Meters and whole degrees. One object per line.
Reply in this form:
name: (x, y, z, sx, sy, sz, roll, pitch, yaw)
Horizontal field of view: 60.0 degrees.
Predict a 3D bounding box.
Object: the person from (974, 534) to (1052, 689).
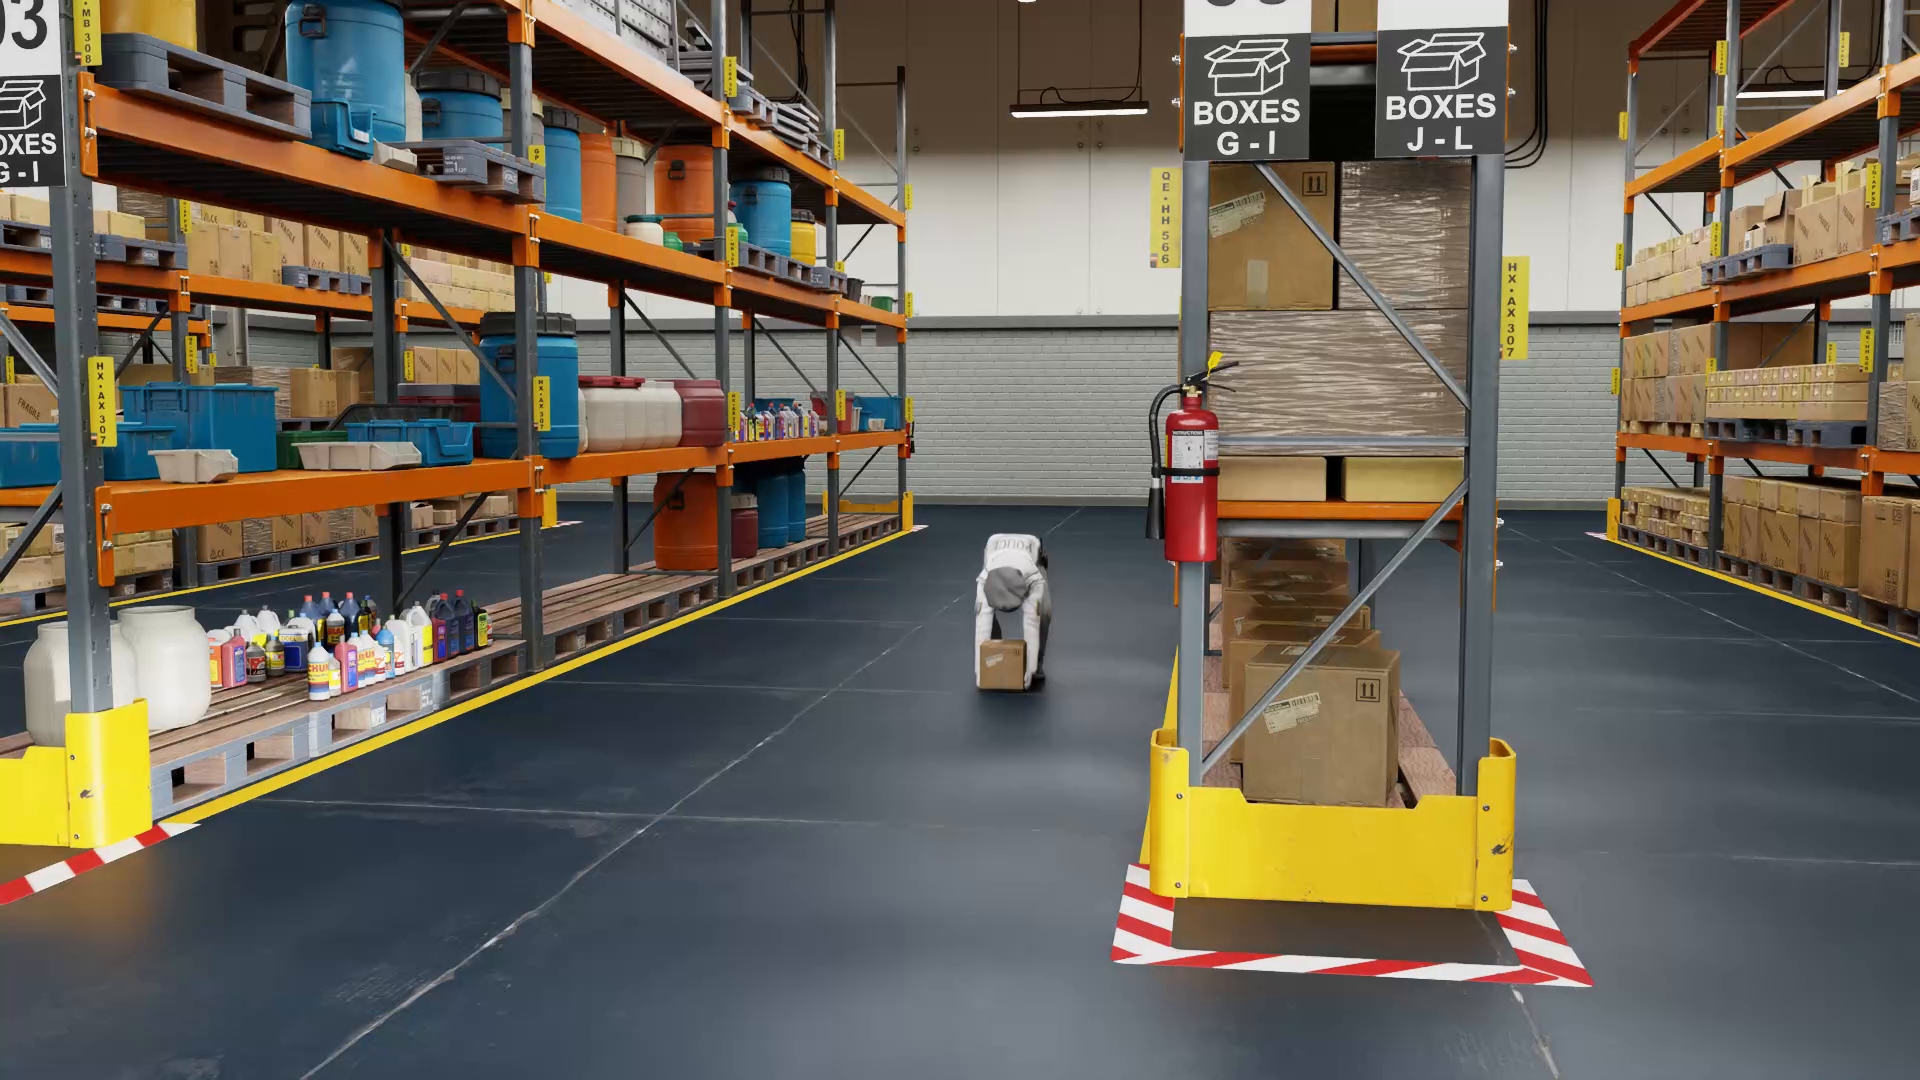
person: (0.314, 0.409, 9.826, 0.458, 0.861, 0.882, 0, 5, 6)
